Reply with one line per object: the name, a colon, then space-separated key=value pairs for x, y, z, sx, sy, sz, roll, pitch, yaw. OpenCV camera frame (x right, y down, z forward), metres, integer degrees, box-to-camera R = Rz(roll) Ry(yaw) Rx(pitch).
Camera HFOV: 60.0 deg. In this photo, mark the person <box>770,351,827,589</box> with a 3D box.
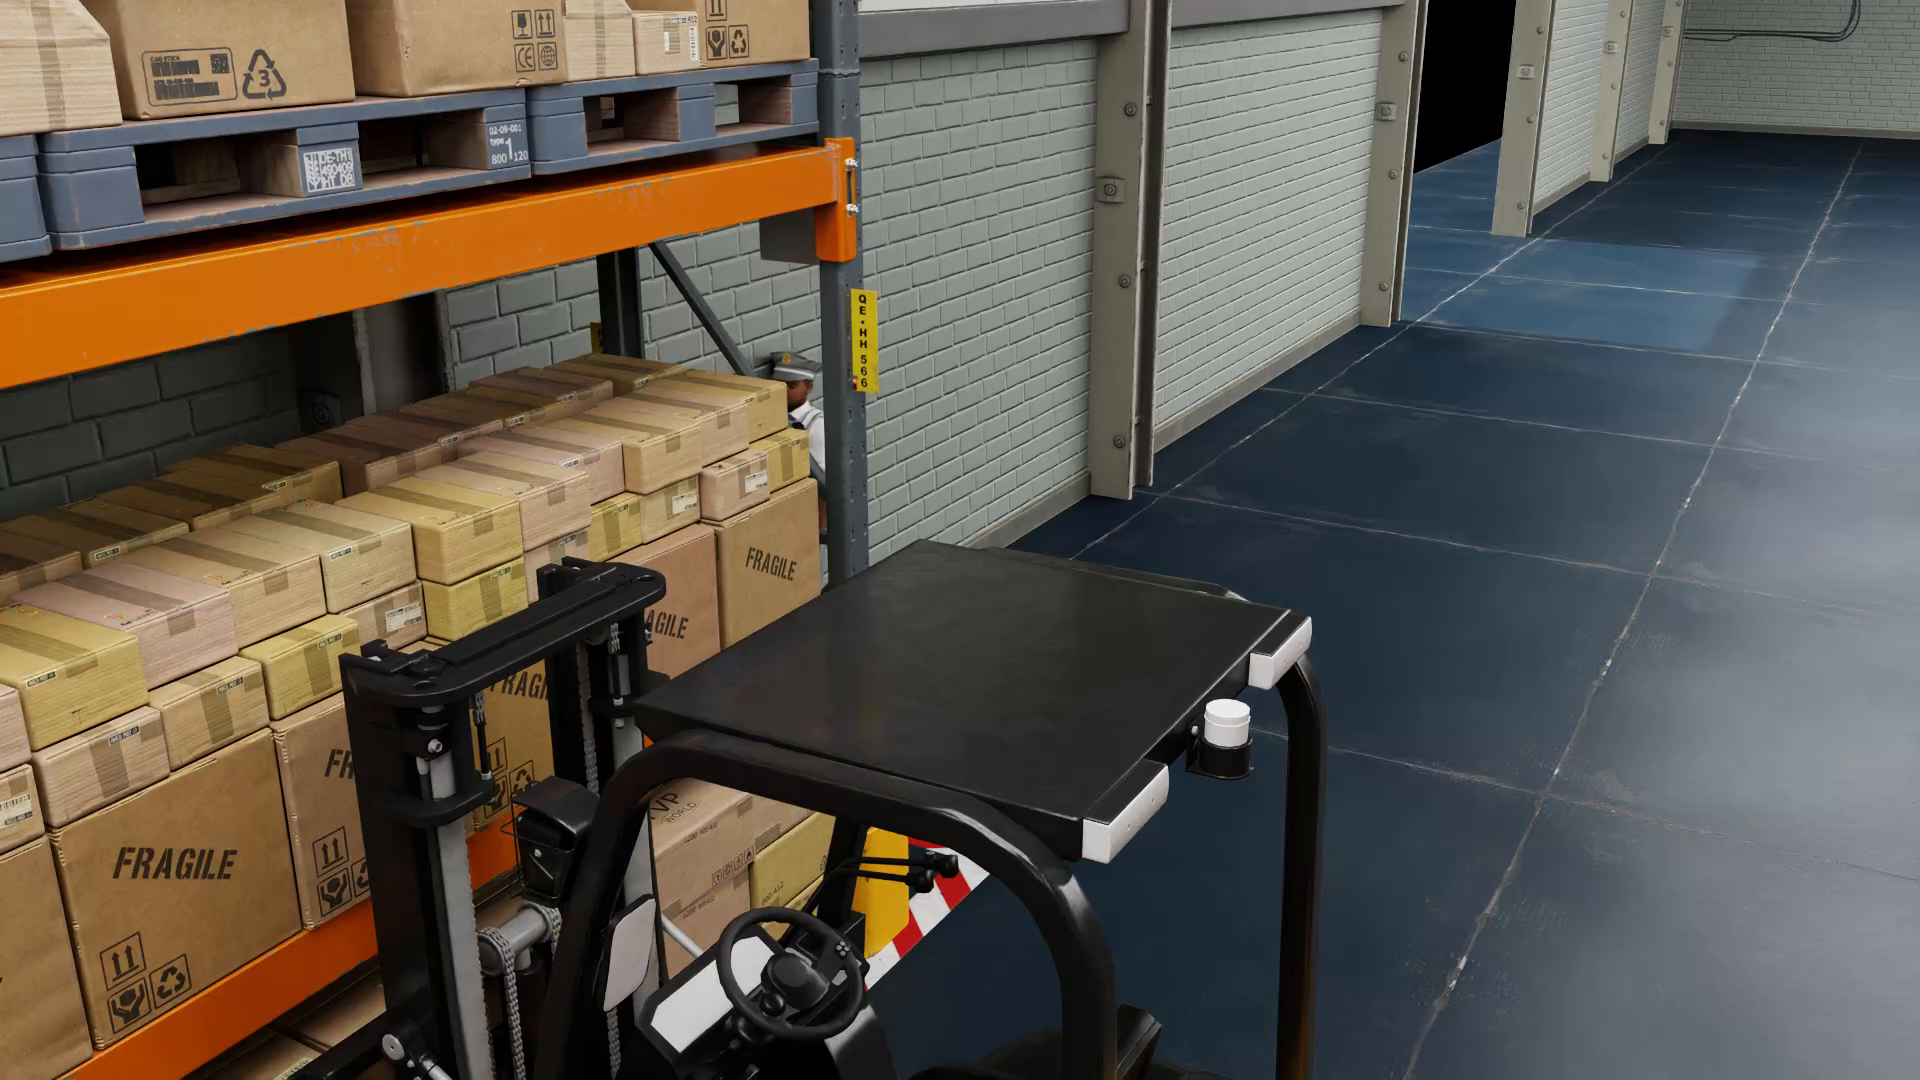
person: x=-0.805 y=-0.042 z=7.656 sx=0.437 sy=1.679 sz=0.502 roll=11 pitch=22 yaw=29
